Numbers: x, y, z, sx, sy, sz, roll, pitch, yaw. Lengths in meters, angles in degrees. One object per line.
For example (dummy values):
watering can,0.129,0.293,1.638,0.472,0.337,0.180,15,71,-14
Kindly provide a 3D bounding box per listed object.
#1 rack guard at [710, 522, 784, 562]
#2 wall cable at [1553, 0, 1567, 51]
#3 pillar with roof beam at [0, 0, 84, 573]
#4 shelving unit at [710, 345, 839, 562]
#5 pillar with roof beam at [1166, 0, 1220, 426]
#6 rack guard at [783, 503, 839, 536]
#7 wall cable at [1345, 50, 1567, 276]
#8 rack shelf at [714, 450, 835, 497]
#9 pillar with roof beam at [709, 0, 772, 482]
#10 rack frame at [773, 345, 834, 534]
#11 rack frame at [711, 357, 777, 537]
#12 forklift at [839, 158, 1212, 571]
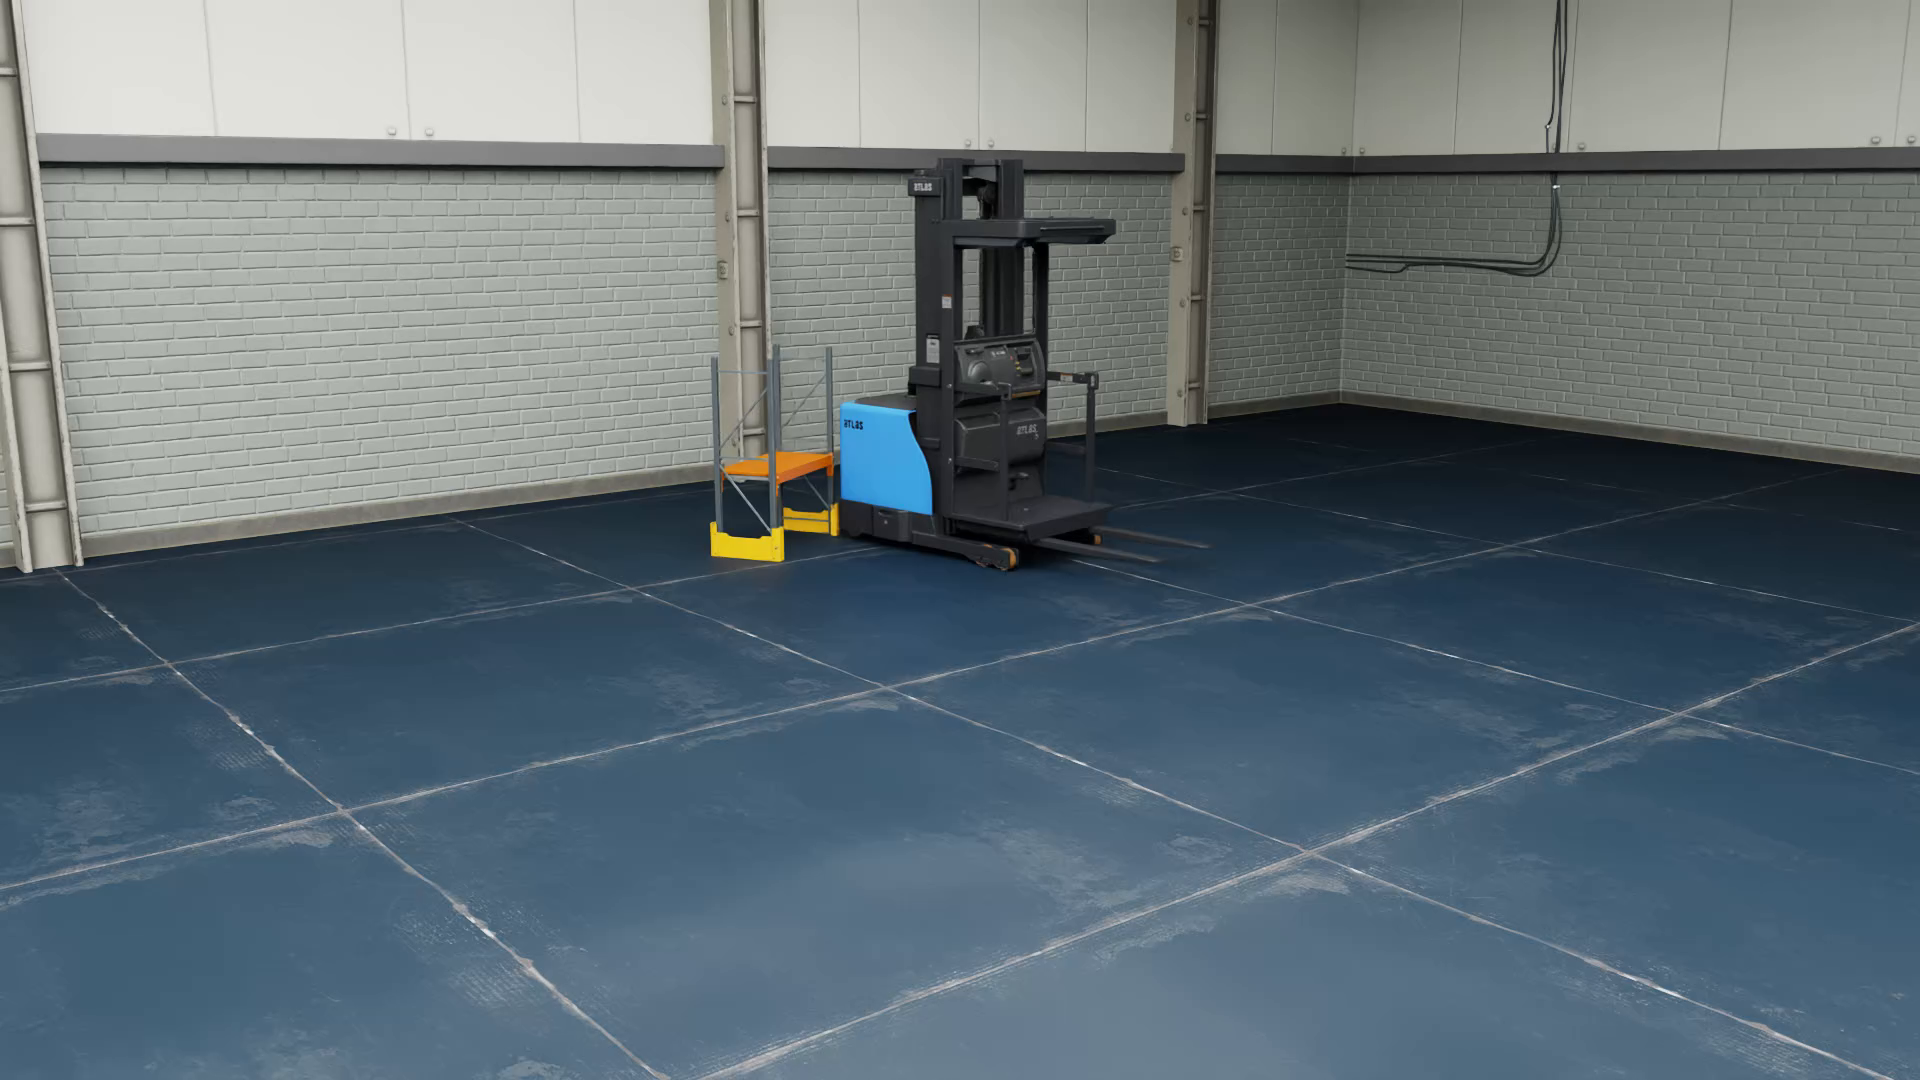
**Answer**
rack guard,-1.598,0.011,12.477,0.587,0.250,0.087,4,13,20
wall cable,7.483,-6.453,17.171,0.112,2.526,3.097,-9,15,-38
pillar with roof beam,-4.014,-3.517,8.028,0.400,9.000,9.100,-9,15,-38
shelving unit,-1.425,-0.698,12.804,0.587,1.500,1.083,4,13,20
pillar with roof beam,5.356,-5.074,15.361,0.400,9.000,9.100,-9,15,-38
rack guard,-1.251,-0.183,13.390,0.587,0.250,0.087,4,13,20
wall cable,5.793,-4.421,19.762,0.112,2.526,3.097,-9,15,-38
rack shelf,-1.421,-0.524,12.849,0.538,0.185,1.000,4,13,20
pillar with roof beam,0.671,-4.296,11.694,0.400,9.000,9.100,-9,15,-38
rack frame,-1.244,-0.798,13.278,0.500,1.500,0.032,4,13,20
rack frame,-1.598,-0.600,12.346,0.500,1.500,0.032,4,13,20
forklift,0.461,-1.332,12.343,3.031,2.935,1.130,11,16,42
